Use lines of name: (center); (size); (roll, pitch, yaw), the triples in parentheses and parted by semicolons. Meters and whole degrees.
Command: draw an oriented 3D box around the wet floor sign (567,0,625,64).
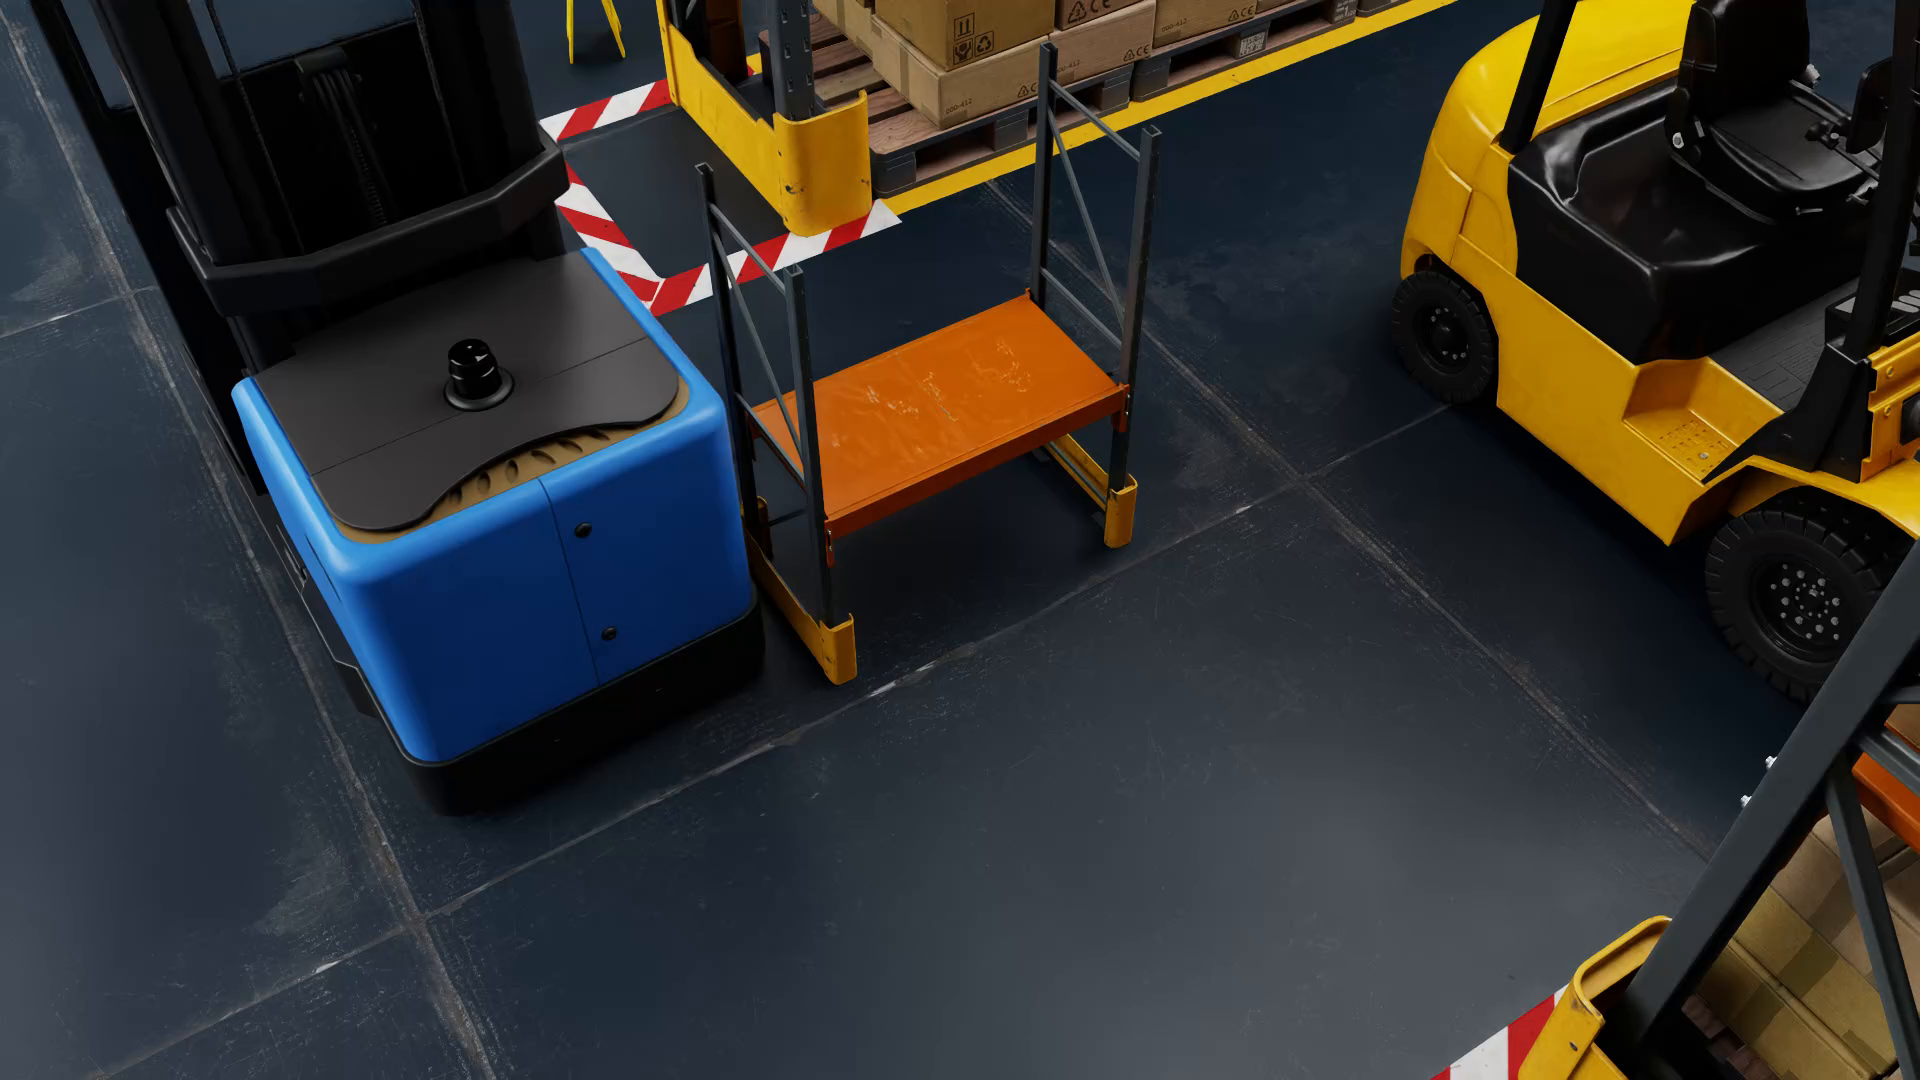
wet floor sign: (-1.565, -2.345, 6.906); (0.232, 0.644, 0.267); (-9, 49, -8)

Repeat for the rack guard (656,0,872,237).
rack guard: (-0.769, -1.727, 6.453); (0.348, 0.500, 1.175); (-25, 53, -21)

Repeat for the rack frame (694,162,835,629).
rack frame: (-0.502, -0.262, 4.479); (0.032, 1.500, 0.500); (-25, 53, -21)

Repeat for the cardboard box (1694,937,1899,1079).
cardboard box: (2.047, 0.994, 3.917); (0.500, 0.250, 0.500); (-25, 53, -21)

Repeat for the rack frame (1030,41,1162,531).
rack frame: (0.358, -0.667, 4.840); (0.032, 1.500, 0.500); (-25, 53, -21)

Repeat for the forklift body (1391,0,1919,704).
forklift body: (2.449, -1.020, 4.718); (1.214, 2.155, 2.313); (-25, 53, -21)

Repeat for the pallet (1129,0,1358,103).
pallet: (0.968, -2.415, 7.260); (1.213, 0.211, 1.003); (-25, 53, -21)

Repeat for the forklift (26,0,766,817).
forklift: (-1.809, -1.305, 4.450); (1.130, 2.935, 3.031); (-27, 54, -22)

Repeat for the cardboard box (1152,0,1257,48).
cardboard box: (0.887, -2.324, 6.871); (0.500, 0.250, 0.500); (-22, 52, -18)

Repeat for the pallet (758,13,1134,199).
pallet: (-0.063, -1.932, 6.830); (1.213, 0.211, 1.003); (-25, 53, -21)

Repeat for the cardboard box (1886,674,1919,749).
cardboard box: (2.094, 0.210, 2.987); (0.500, 0.500, 0.500); (-26, 53, -22)

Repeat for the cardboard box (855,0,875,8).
cardboard box: (-0.295, -2.487, 6.514); (0.500, 0.500, 0.500); (-25, 53, -21)

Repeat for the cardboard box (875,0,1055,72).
cardboard box: (0.016, -2.159, 6.222); (0.500, 0.500, 0.500); (-27, 54, -22)

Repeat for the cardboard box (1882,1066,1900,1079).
cardboard box: (2.338, 1.308, 3.637); (0.500, 0.250, 0.500); (-25, 53, -21)

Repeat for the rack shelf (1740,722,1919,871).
rack shelf: (3.510, 0.048, 3.681); (4.000, 0.370, 1.077); (-25, 53, -21)

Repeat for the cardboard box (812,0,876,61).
cardboard box: (-0.273, -2.255, 6.810); (0.500, 0.250, 0.500); (-25, 53, -21)

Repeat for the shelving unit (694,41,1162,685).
shelving unit: (-0.064, -0.468, 4.663); (1.083, 1.500, 0.587); (-25, 53, -21)

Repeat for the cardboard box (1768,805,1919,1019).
cardboard box: (2.041, 0.667, 3.538); (0.500, 0.250, 0.500); (-24, 52, -20)

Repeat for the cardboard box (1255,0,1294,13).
cardboard box: (1.316, -2.524, 7.049); (0.500, 0.250, 0.500); (-24, 53, -20)

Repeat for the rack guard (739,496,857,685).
rack guard: (-0.486, 0.146, 4.953); (0.087, 0.250, 0.587); (-25, 53, -21)

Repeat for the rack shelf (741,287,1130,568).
rack shelf: (-0.072, -0.345, 4.794); (1.000, 0.185, 0.538); (-25, 53, -21)

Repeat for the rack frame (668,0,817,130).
rack frame: (-0.833, -2.528, 5.493); (0.127, 3.000, 1.000); (-25, 53, -21)

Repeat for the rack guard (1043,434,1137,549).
rack guard: (0.357, -0.251, 5.306); (0.087, 0.250, 0.587); (-25, 53, -21)

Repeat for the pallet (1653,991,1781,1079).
pallet: (2.443, 1.202, 4.038); (1.213, 0.211, 1.003); (-25, 53, -21)

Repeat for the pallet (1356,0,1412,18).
pallet: (2.001, -2.905, 7.695); (1.213, 0.211, 1.003); (-25, 53, -21)

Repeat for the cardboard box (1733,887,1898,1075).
cardboard box: (2.063, 0.823, 3.734); (0.500, 0.250, 0.500); (-26, 53, -21)

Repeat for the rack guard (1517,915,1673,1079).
rack guard: (1.798, 1.446, 3.627); (0.348, 0.500, 1.175); (-25, 53, -21)

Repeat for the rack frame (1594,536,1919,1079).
rack frame: (1.818, 0.605, 2.702); (0.127, 3.000, 1.000); (-25, 53, -21)

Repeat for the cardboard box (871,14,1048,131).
cardboard box: (-0.004, -1.900, 6.494); (0.500, 0.250, 0.500); (-26, 53, -21)

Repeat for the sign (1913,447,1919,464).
sign: (1.541, -0.207, 2.491); (0.005, 0.325, 0.100); (-25, 53, -21)

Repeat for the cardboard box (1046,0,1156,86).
cardboard box: (0.432, -2.099, 6.670); (0.500, 0.250, 0.500); (-23, 52, -20)

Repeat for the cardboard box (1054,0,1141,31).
cardboard box: (0.456, -2.370, 6.410); (0.500, 0.500, 0.500); (-27, 54, -22)
